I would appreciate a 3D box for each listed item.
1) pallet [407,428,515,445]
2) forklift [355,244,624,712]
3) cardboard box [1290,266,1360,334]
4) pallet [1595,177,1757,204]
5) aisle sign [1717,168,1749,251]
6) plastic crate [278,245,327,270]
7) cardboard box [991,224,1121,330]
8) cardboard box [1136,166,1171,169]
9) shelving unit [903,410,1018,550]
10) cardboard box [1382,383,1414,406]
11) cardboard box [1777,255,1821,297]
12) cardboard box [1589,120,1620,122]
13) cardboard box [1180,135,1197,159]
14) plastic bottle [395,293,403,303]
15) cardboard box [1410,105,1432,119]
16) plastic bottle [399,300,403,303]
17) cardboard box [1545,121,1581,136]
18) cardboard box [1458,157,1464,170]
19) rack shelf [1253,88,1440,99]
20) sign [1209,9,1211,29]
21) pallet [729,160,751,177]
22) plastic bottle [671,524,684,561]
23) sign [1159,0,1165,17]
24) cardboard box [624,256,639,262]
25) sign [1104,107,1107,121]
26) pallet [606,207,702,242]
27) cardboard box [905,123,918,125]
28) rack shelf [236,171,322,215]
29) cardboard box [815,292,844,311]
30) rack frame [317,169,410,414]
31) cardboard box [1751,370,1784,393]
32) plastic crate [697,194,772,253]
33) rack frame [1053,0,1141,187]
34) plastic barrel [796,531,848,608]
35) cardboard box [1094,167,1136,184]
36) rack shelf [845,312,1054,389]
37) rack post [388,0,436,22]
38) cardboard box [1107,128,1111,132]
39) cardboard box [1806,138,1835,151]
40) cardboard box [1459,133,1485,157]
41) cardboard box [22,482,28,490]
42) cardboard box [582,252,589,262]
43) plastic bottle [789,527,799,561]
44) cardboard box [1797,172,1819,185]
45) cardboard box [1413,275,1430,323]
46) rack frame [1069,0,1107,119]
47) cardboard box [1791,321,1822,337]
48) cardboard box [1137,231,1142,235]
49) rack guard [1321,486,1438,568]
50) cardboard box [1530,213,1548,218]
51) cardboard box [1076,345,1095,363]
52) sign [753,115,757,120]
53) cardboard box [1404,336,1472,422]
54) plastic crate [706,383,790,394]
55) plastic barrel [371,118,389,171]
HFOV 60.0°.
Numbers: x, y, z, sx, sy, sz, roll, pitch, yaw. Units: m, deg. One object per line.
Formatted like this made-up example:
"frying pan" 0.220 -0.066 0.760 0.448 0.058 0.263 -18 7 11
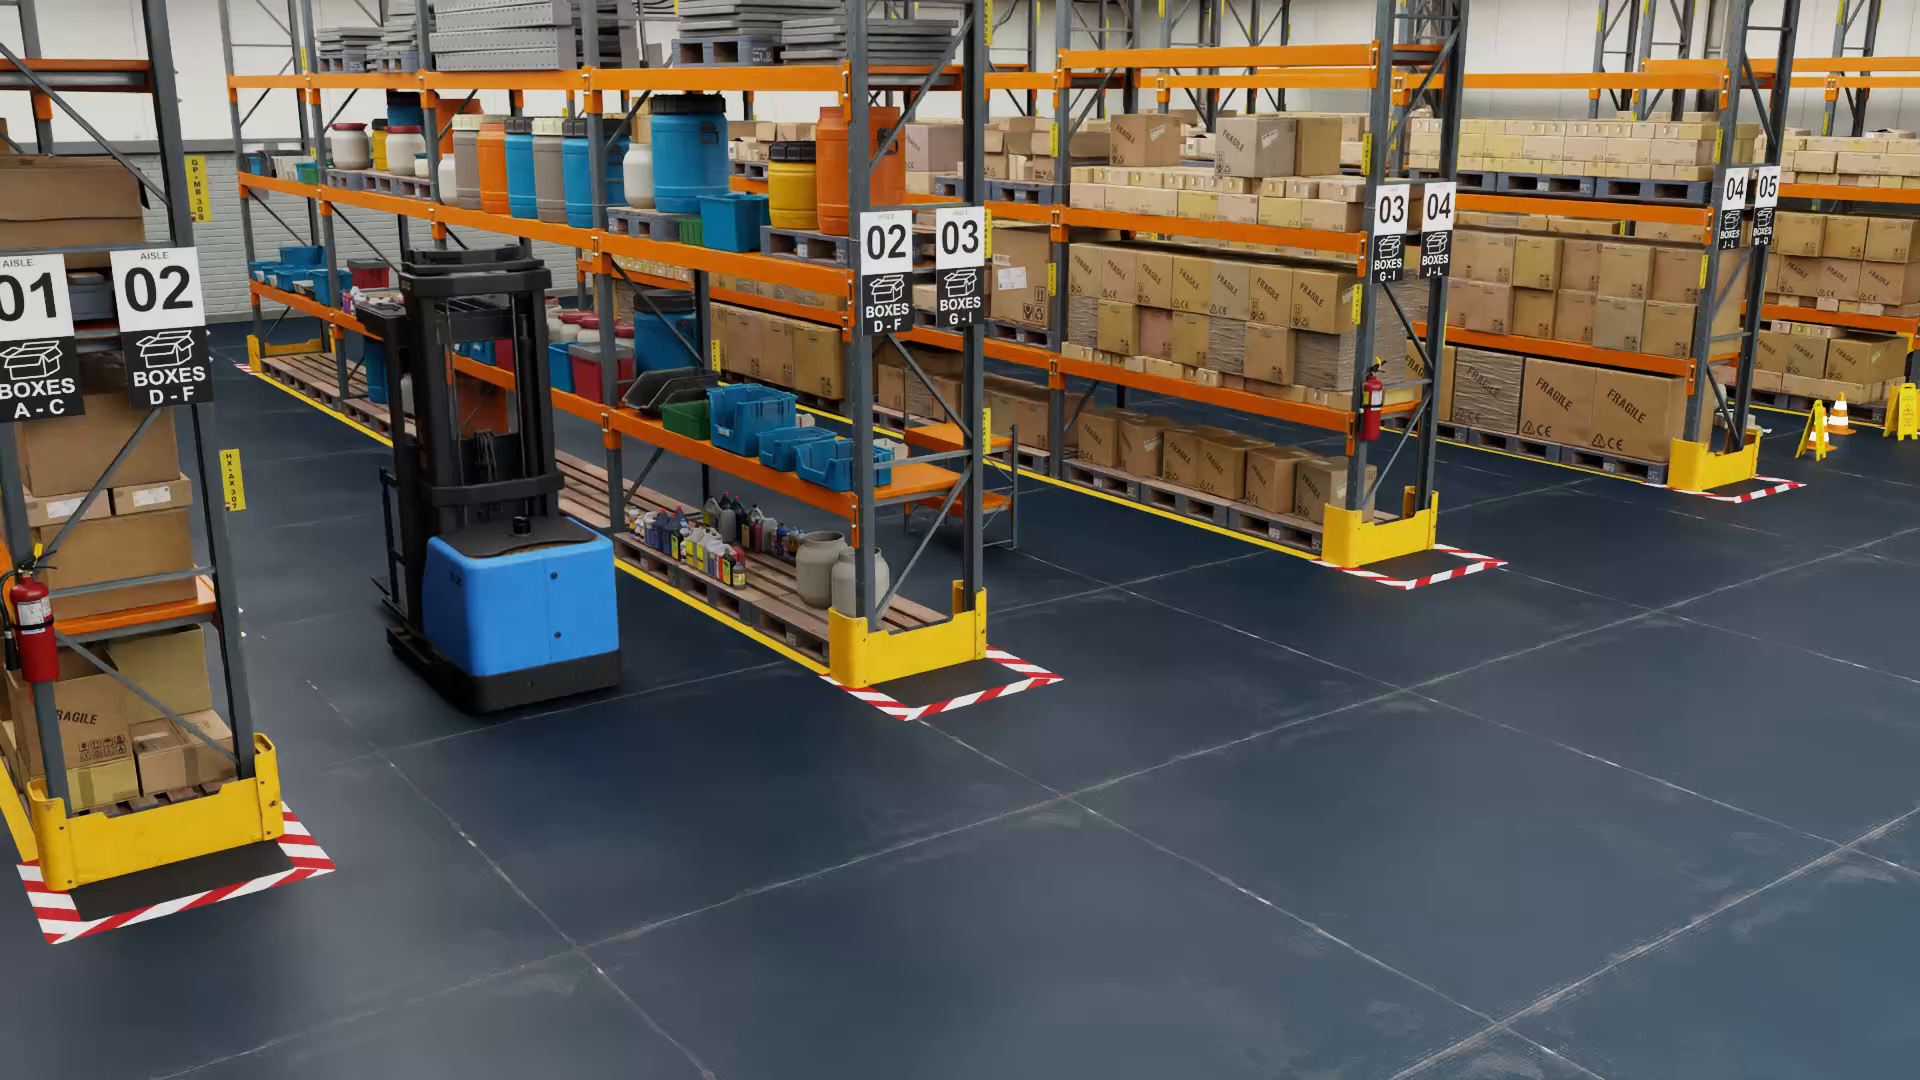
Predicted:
"pallet" -5.478 -1.068 18.577 1.003 0.211 1.213 -11 19 -35
"forklift" -3.531 -0.629 11.823 1.130 2.935 3.031 -10 18 -33
"cardboard box" 3.206 -2.064 14.290 0.500 0.500 0.500 -11 19 -35
"pallet" 7.356 -3.620 17.108 1.003 0.211 1.213 -11 19 -35
"aisle sign" 7.600 -3.252 16.351 0.394 0.787 0.004 -11 19 -35
"plastic crate" -9.336 -3.963 23.691 0.616 0.435 0.499 -11 19 -35
"cardboard box" 1.024 -2.849 17.871 1.000 1.000 1.000 -11 19 -34
"cardboard box" 1.886 -3.636 16.527 0.380 0.149 0.250 -11 19 -34
"shelving unit" -0.004 -0.544 14.933 0.538 1.125 1.048 -11 19 -35
"cardboard box" 3.755 -1.288 14.576 0.380 0.149 0.250 -11 19 -35
"cardboard box" 10.622 -3.329 20.806 0.500 0.500 0.500 -11 19 -35
"cardboard box" 6.965 -4.468 18.015 0.380 0.149 0.250 -11 19 -34
"cardboard box" 2.977 -5.426 23.348 0.500 0.500 0.500 -11 19 -35
"plastic bottle" -6.929 -2.952 20.555 0.097 0.201 0.097 0 15 0
"cardboard box" 8.597 -7.984 31.027 0.396 0.266 0.258 -11 19 -35
"plastic bottle" -6.295 -2.532 18.737 0.144 0.351 0.185 -11 19 -35
"cardboard box" 6.432 -4.366 17.643 0.380 0.149 0.250 -11 19 -34
"cardboard box" 5.688 -4.251 18.735 0.380 0.149 0.250 -11 19 -35
"rack shelf" 5.866 -7.339 26.963 1.077 0.370 4.000 -11 19 -35
"sign" 4.227 -8.752 27.936 0.100 0.325 0.005 -11 19 -35
"pallet" -2.747 -5.040 22.489 0.805 0.209 1.217 -12 19 -37
"plastic bottle" -2.315 0.020 13.633 0.061 0.283 0.133 -10 18 -32
"sign" 2.664 -7.064 21.920 0.100 0.325 0.005 -11 19 -35
"cardboard box" -4.700 -4.326 24.921 0.500 0.250 0.500 -11 19 -36
"sign" 2.785 -8.183 32.083 0.100 0.325 0.005 -11 19 -35
"pallet" -2.125 -2.613 13.619 1.213 0.211 1.003 -11 19 -35
"cardboard box" -0.611 -4.507 19.041 0.500 0.500 0.500 -11 19 -34
"rack shelf" -8.508 -4.632 21.998 1.077 0.370 4.000 -11 19 -35
"cardboard box" -1.465 -3.135 20.658 0.500 0.500 0.500 -10 18 -33
"rack frame" -7.332 -3.105 20.739 1.000 3.000 0.127 -11 19 -35
"cardboard box" 10.442 -2.079 21.405 0.500 0.250 0.500 -12 19 -37
"plastic crate" -1.642 -2.342 12.299 0.392 0.384 0.575 -11 19 -35
"rack frame" 1.378 -5.059 16.514 1.000 3.000 0.127 -11 19 -35
"plastic barrel" -1.020 0.219 12.511 0.421 0.512 0.421 0 15 0
"cardboard box" 1.531 -3.569 16.280 0.380 0.149 0.250 -12 19 -37
"rack shelf" 0.202 -2.246 18.961 1.077 0.370 4.000 -11 19 -35
"rack post" -5.518 -5.544 17.310 0.624 0.289 0.986 -11 19 -35
"cardboard box" 2.792 -7.574 30.877 0.380 0.149 0.250 -10 18 -33
"cardboard box" 10.644 -4.874 20.486 0.380 0.149 0.250 -12 19 -36
"cardboard box" 5.808 -4.427 18.623 0.500 0.250 0.500 -11 19 -35
"cardboard box" -4.819 -0.243 8.865 0.380 0.149 0.250 -10 18 -33
"cardboard box" -5.736 -4.480 26.237 0.380 0.149 0.250 -11 19 -34
"plastic bottle" -1.351 0.031 13.615 0.097 0.271 0.097 0 15 0
"cardboard box" 10.579 -4.486 20.577 0.380 0.149 0.250 -11 19 -36
"cardboard box" 5.676 -2.909 19.739 0.875 0.550 0.550 -11 19 -35
"rack frame" 2.338 -9.160 31.496 1.000 3.000 0.127 -11 19 -35
"cardboard box" 10.648 -2.653 20.852 0.380 0.149 0.250 -10 18 -34
"cardboard box" 2.681 -4.375 23.932 0.380 0.149 0.250 -11 19 -35
"rack guard" 3.685 -0.122 14.574 1.175 0.500 0.348 -11 19 -35
"cardboard box" 8.344 -4.674 23.696 0.380 0.149 0.250 -12 19 -37
"cardboard box" 1.397 -1.896 16.798 0.380 0.149 0.250 -11 19 -35
"sign" -2.893 -5.808 23.357 0.100 0.325 0.005 -11 19 -35
"cardboard box" 5.762 -1.946 19.735 0.875 0.875 0.875 -11 19 -34
"plastic crate" -1.758 -1.131 13.807 0.499 0.251 0.616 -11 19 -35
"plastic barrel" -6.632 -4.682 19.665 0.600 0.588 0.600 0 15 0
